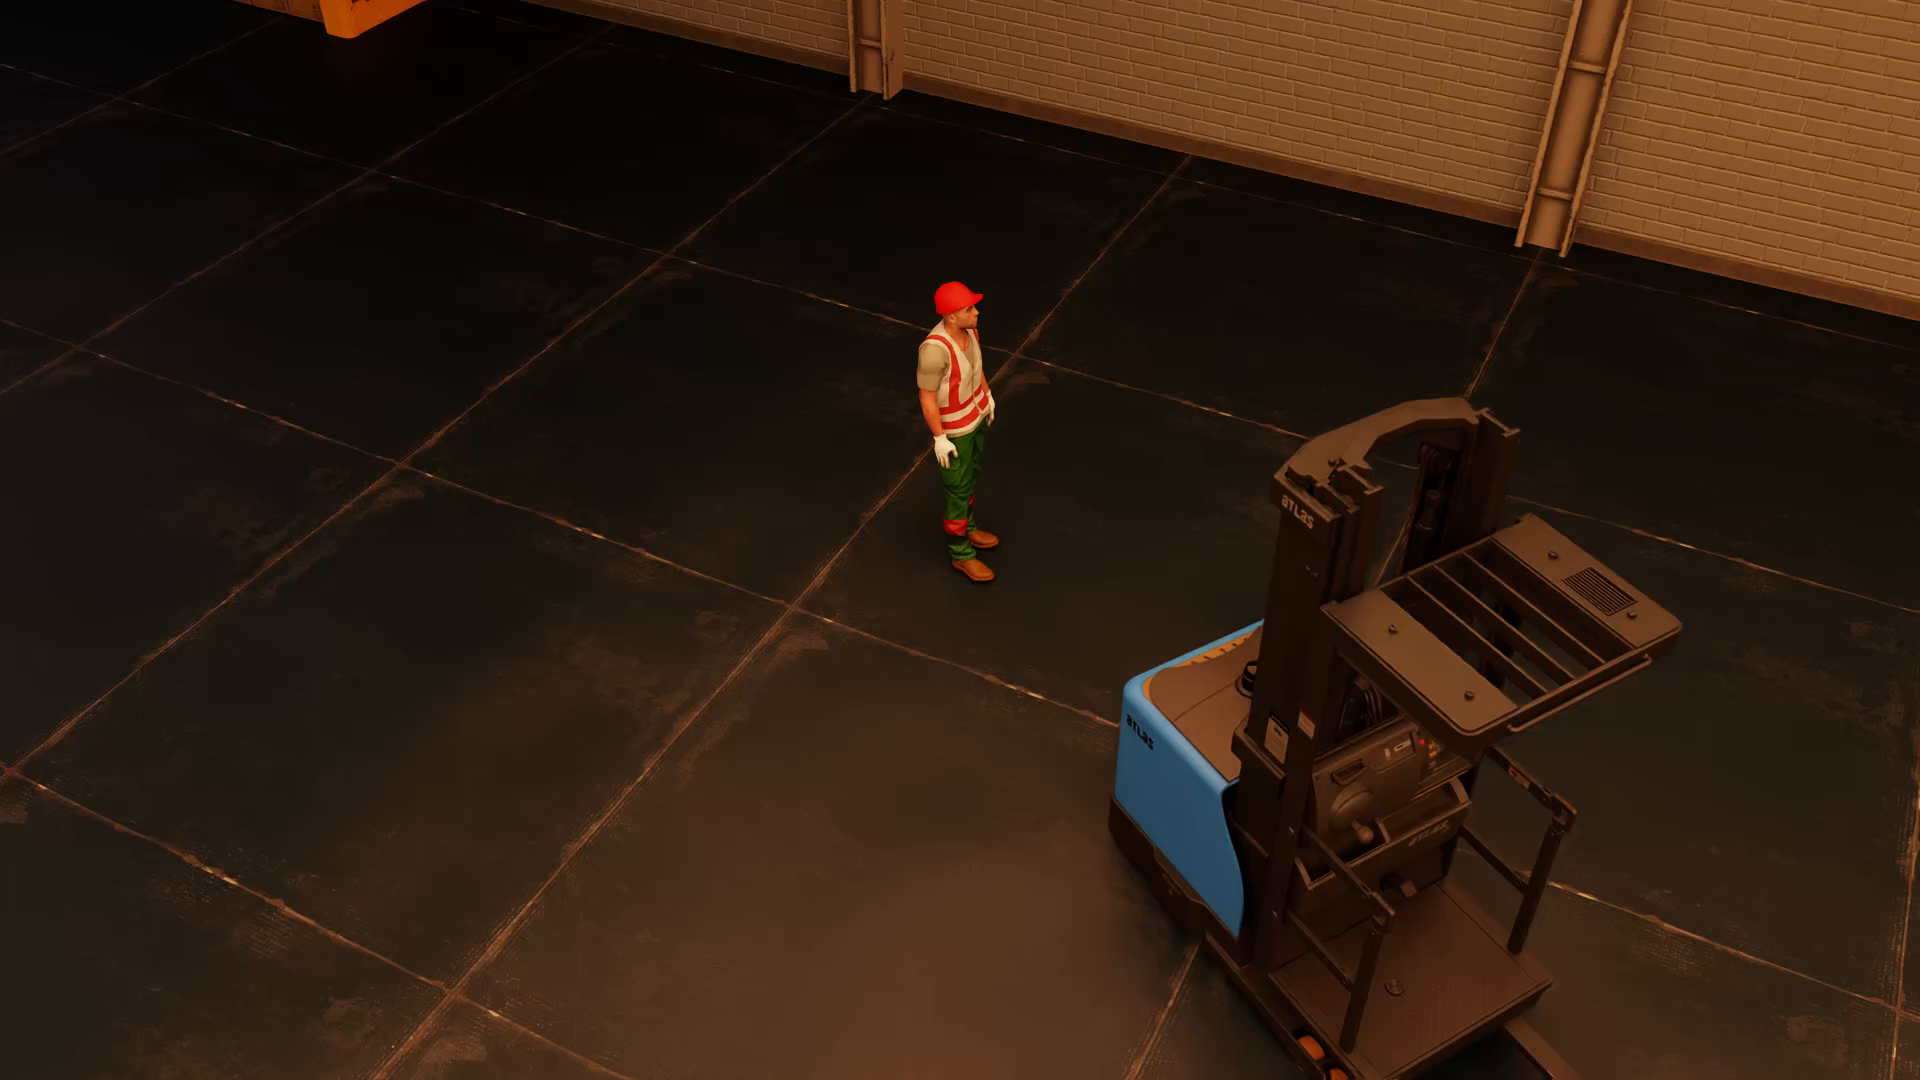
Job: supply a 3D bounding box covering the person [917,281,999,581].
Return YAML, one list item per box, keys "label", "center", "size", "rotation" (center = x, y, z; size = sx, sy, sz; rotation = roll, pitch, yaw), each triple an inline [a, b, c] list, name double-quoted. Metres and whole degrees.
- label: "person"
  center: [0.067, -0.659, 9.644]
  size: [0.560, 1.790, 0.637]
  rotation: [18, 43, 21]

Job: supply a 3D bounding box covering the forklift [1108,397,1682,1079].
- label: "forklift"
  center: [1.939, 1.021, 6.775]
  size: [1.130, 2.935, 3.031]
  rotation: [-21, 44, -23]
